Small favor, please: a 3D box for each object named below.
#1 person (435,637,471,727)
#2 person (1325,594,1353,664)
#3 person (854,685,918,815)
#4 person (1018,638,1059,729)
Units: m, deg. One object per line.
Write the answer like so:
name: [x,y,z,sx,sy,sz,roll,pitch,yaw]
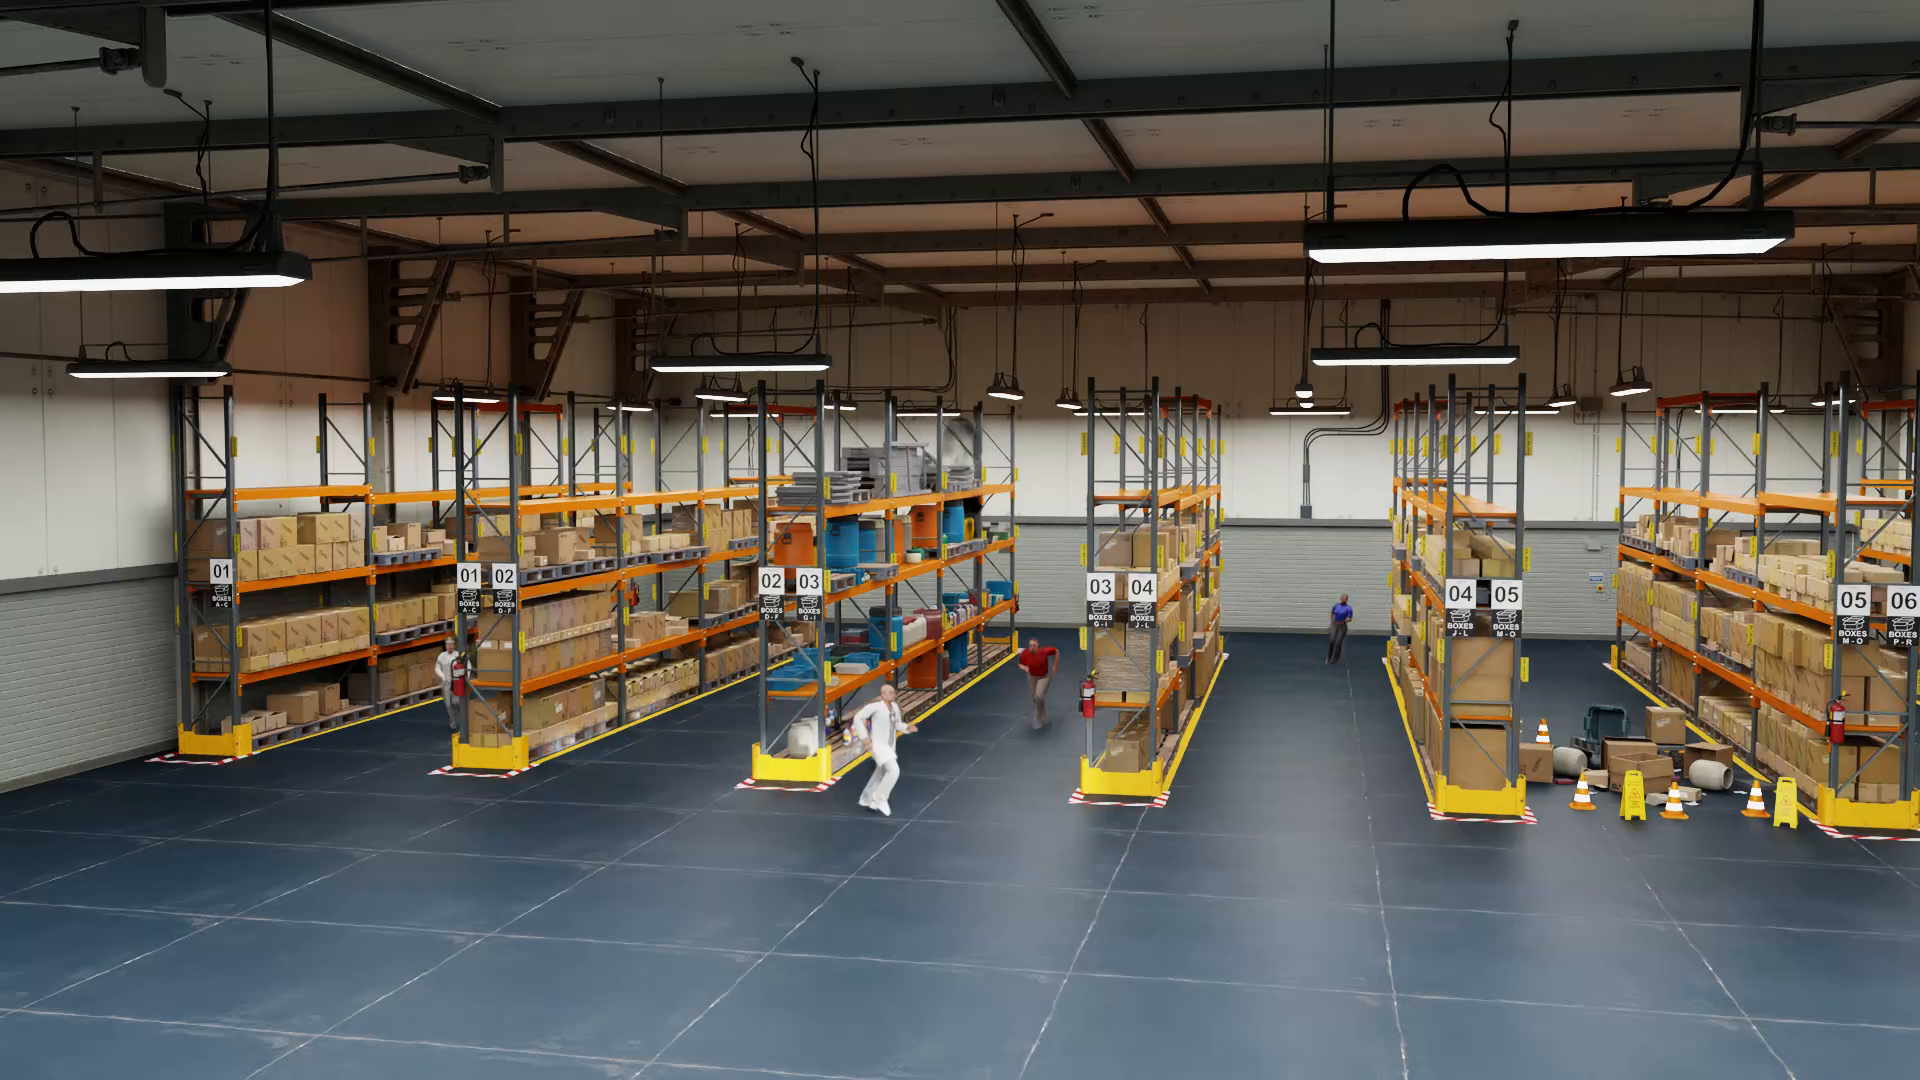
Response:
person: [-9.004,2.525,29.488,0.592,1.646,0.624,0,3,-7]
person: [8.742,2.057,38.319,0.615,1.653,0.624,1,3,23]
person: [-1.040,2.861,22.652,0.915,1.781,0.743,2,4,33]
person: [1.429,2.561,29.789,0.704,1.687,1.021,1,3,18]
